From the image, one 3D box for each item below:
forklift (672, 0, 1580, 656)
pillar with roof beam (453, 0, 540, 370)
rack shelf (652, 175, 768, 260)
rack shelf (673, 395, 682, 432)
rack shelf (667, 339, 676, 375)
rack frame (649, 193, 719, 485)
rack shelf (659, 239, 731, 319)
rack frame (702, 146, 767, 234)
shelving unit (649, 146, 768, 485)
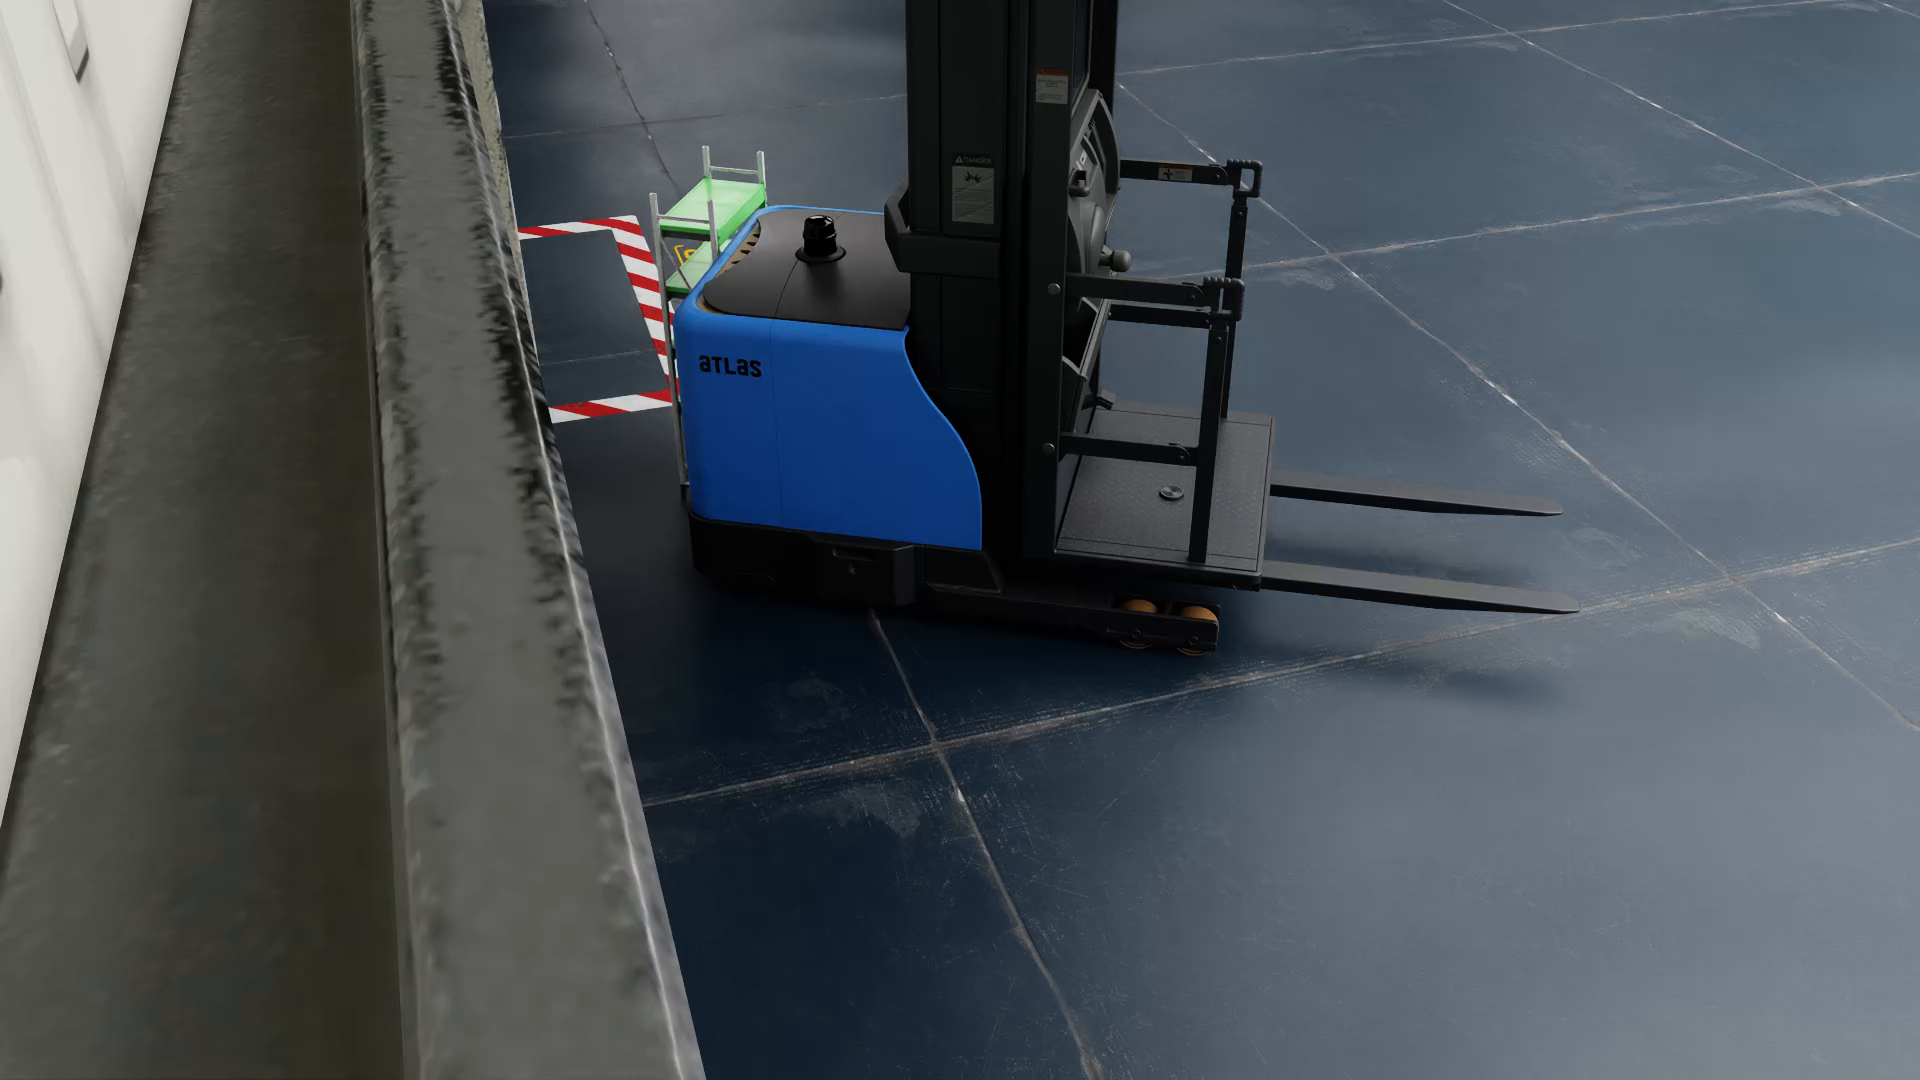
[{"bbox_3d":[0.617,-1.153,5.289,3.031,2.935,1.130,6,34,10],"label":"forklift"},{"bbox_3d":[2.897,-3.635,3.543,9.100,9.000,0.400,-10,35,-15],"label":"pillar with roof beam"},{"bbox_3d":[-0.917,-1.184,6.152,0.258,0.148,0.480,8,34,12],"label":"rack shelf"},{"bbox_3d":[-0.917,-0.583,6.549,0.258,0.148,0.480,8,34,12],"label":"rack shelf"},{"bbox_3d":[-0.917,-0.783,6.417,0.258,0.148,0.480,8,34,12],"label":"rack shelf"},{"bbox_3d":[-0.980,-0.707,6.185,0.240,1.200,0.015,8,34,12],"label":"rack frame"},{"bbox_3d":[-0.917,-0.984,6.284,0.258,0.148,0.480,8,34,12],"label":"rack shelf"},{"bbox_3d":[-0.854,-0.967,6.578,0.240,1.200,0.015,8,34,12],"label":"rack frame"},{"bbox_3d":[-0.917,-0.837,6.381,0.258,1.200,0.503,8,34,12],"label":"shelving unit"}]
